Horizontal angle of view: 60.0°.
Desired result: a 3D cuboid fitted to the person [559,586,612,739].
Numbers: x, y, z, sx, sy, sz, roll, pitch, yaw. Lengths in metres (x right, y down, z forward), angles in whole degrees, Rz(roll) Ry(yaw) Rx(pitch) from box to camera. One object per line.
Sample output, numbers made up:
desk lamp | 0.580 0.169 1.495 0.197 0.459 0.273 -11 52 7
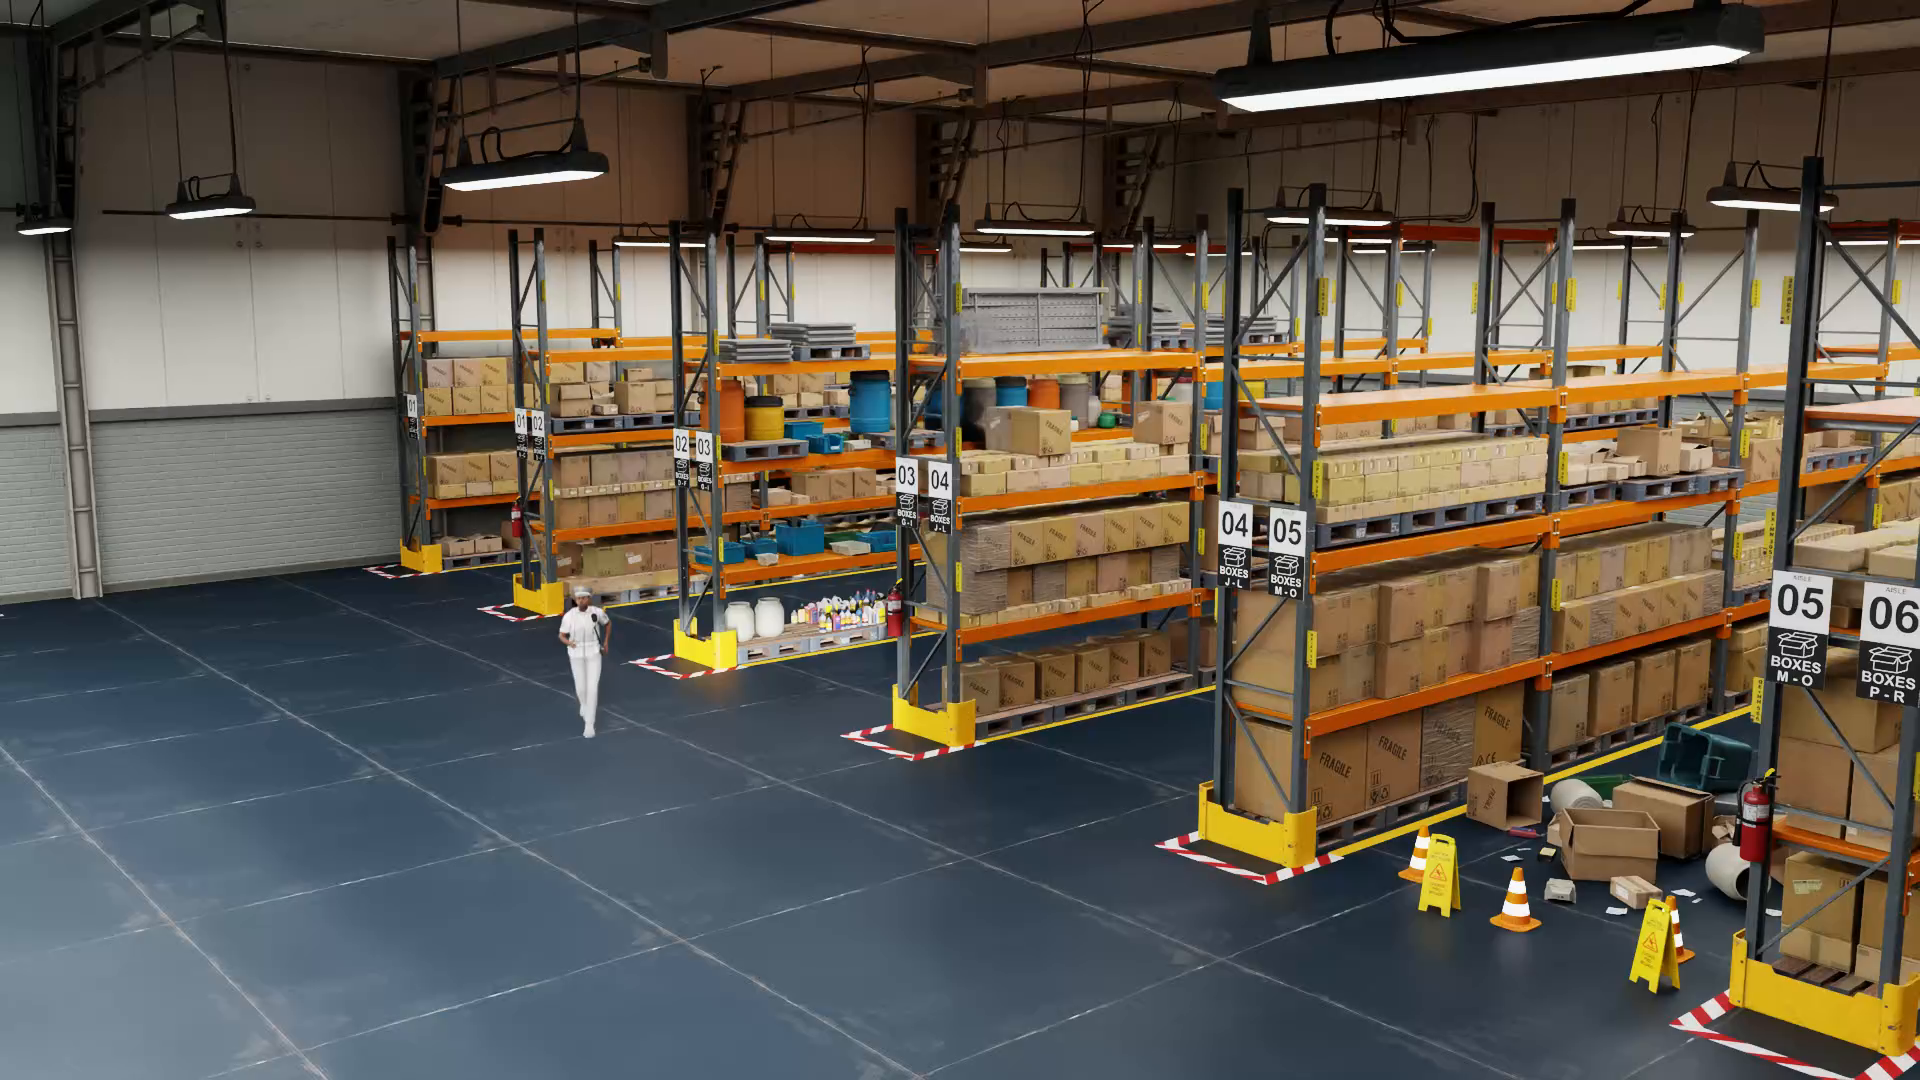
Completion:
person | -4.365 1.364 19.379 0.590 1.715 0.934 -1 9 -7

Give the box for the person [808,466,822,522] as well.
person | -2.918 -0.739 33.049 0.616 1.678 0.612 7 11 40
